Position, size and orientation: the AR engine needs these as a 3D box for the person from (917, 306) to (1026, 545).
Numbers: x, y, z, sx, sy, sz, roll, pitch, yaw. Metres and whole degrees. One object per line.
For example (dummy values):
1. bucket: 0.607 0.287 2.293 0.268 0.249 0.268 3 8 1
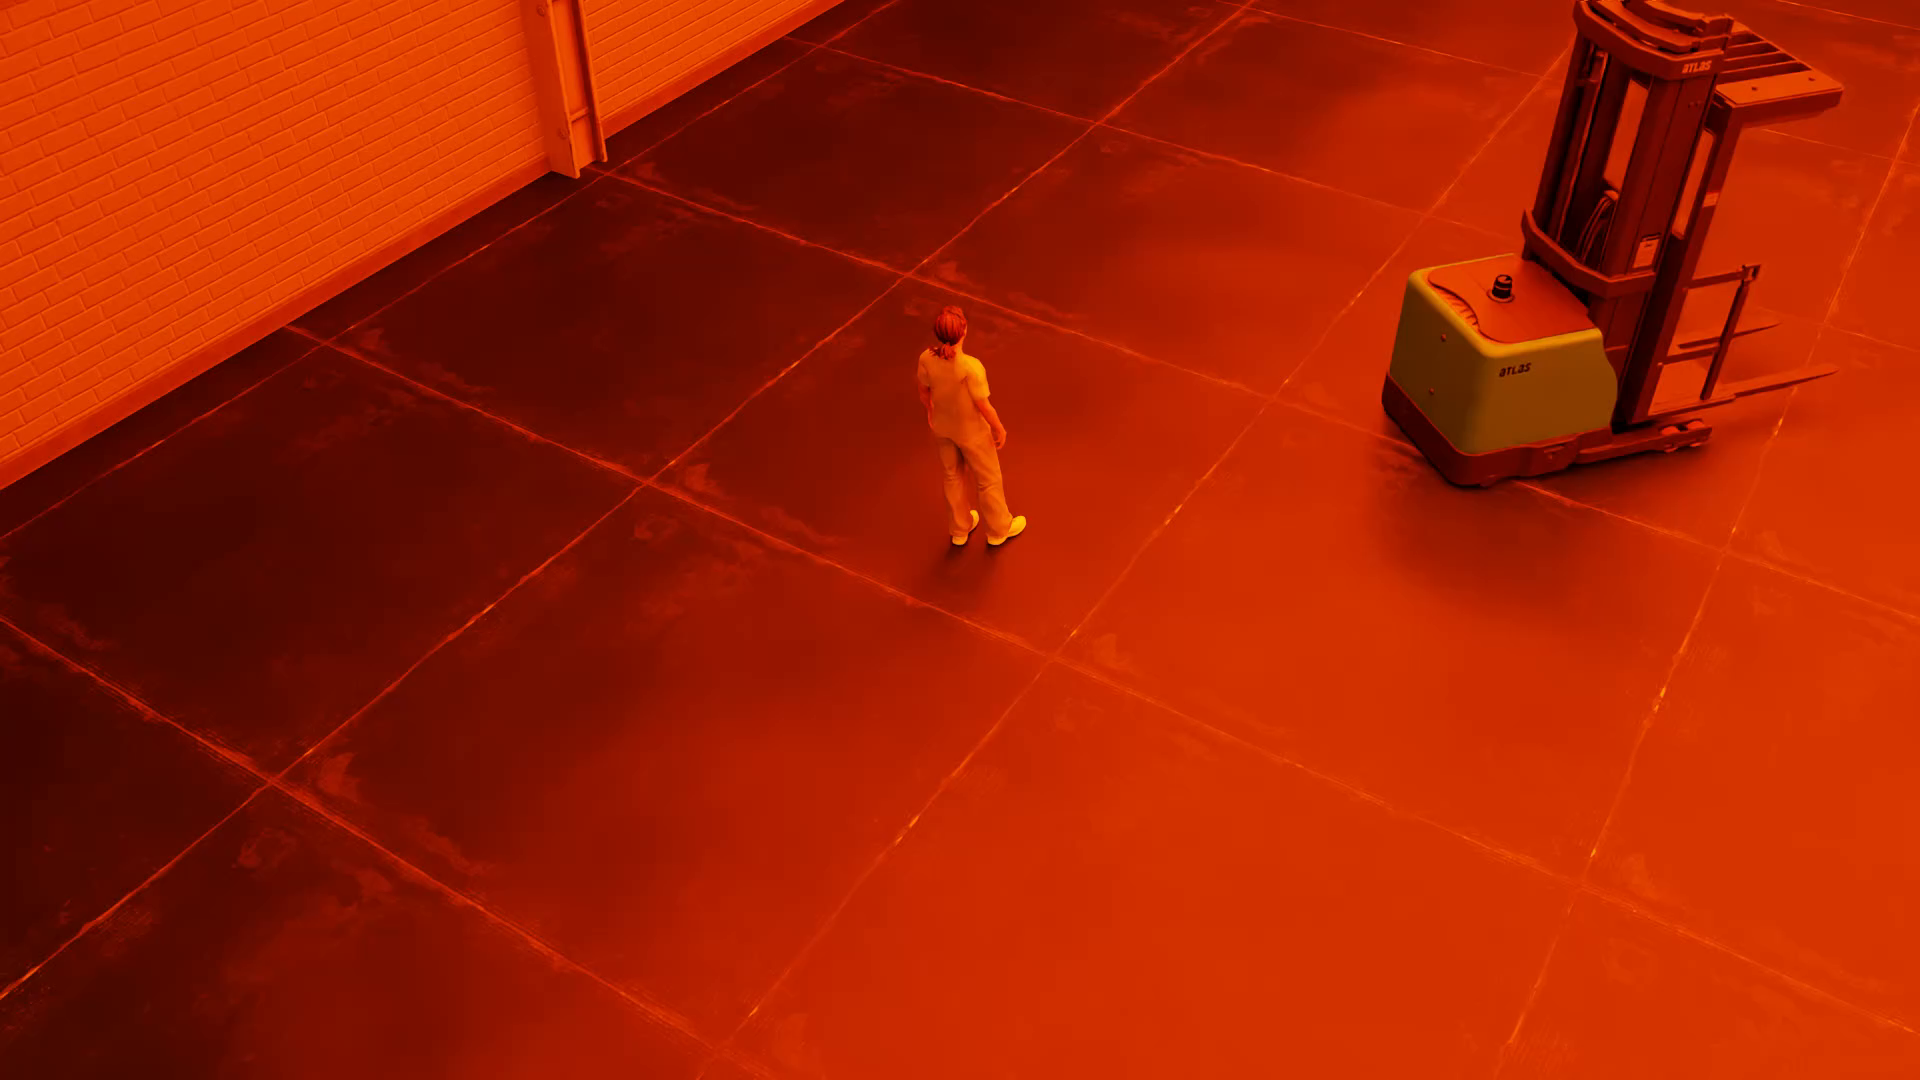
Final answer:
1. person: 0.051 -0.681 9.730 0.549 1.673 0.548 22 45 24

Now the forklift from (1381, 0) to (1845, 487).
1. forklift: 4.415 -2.011 10.340 3.031 2.935 1.130 -12 42 -13
